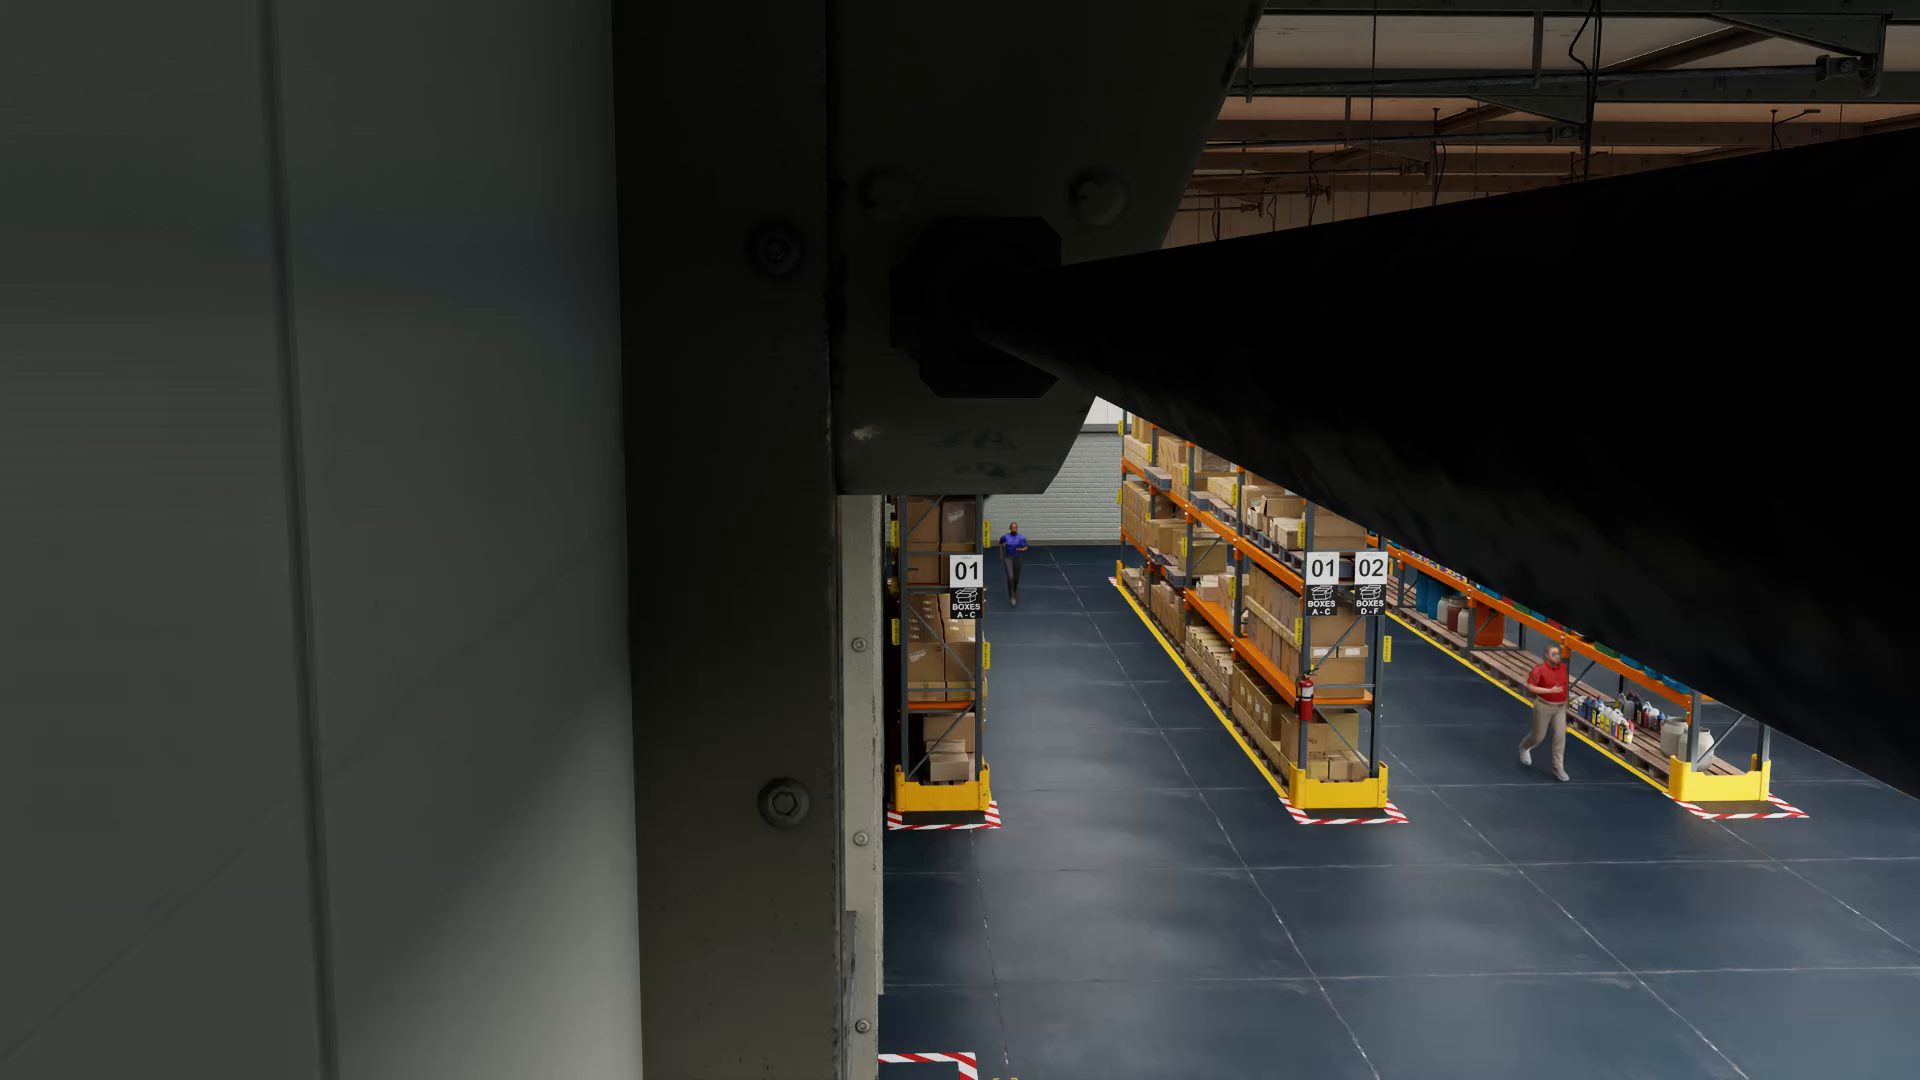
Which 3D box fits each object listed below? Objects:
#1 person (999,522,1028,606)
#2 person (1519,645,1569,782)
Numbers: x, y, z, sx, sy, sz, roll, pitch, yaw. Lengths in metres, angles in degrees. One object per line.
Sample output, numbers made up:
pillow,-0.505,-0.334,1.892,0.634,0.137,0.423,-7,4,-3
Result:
person,1.098,0.458,34.192,0.558,1.681,0.885,-1,8,-7
person,7.763,2.232,21.974,0.675,1.724,0.943,-2,9,-13
